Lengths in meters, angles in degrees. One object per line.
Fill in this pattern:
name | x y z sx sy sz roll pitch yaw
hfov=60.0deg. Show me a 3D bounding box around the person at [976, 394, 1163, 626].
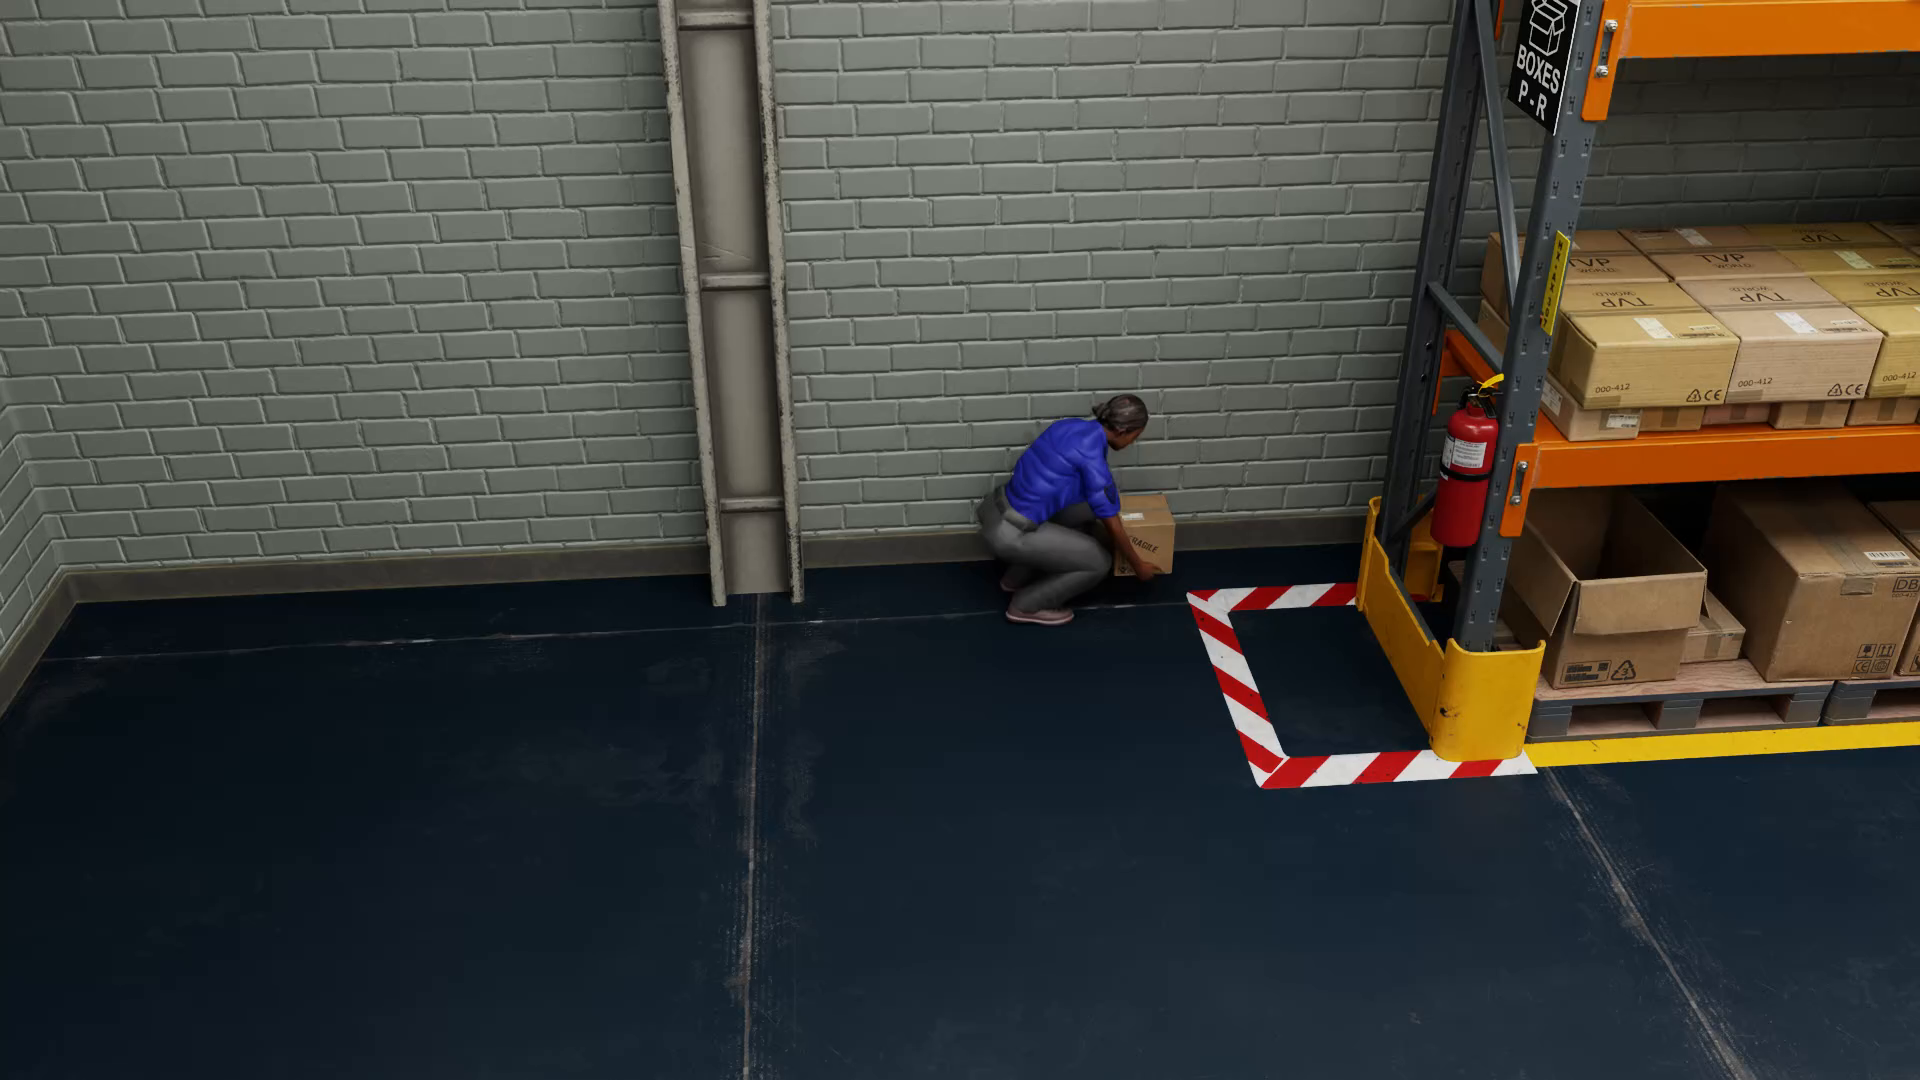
person | 0.465 -0.136 7.049 0.790 0.963 0.463 -4 31 -6
